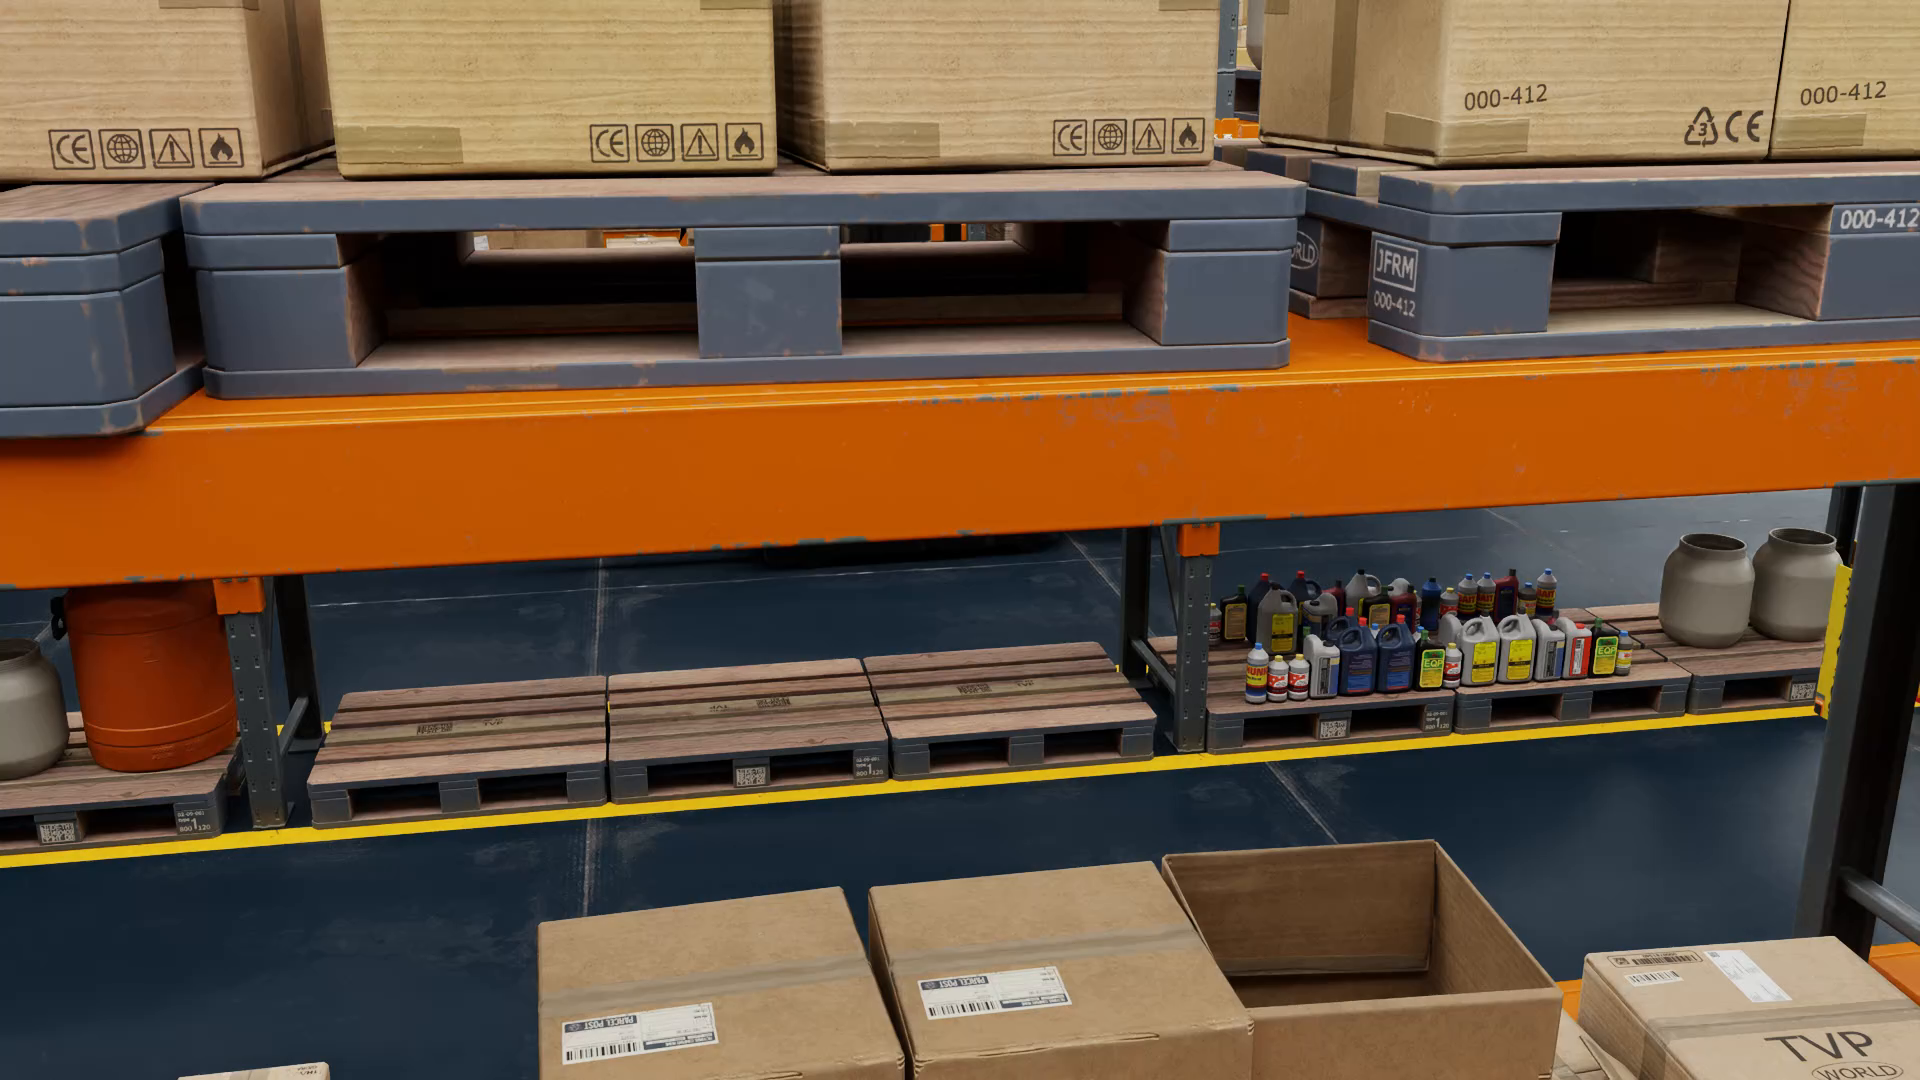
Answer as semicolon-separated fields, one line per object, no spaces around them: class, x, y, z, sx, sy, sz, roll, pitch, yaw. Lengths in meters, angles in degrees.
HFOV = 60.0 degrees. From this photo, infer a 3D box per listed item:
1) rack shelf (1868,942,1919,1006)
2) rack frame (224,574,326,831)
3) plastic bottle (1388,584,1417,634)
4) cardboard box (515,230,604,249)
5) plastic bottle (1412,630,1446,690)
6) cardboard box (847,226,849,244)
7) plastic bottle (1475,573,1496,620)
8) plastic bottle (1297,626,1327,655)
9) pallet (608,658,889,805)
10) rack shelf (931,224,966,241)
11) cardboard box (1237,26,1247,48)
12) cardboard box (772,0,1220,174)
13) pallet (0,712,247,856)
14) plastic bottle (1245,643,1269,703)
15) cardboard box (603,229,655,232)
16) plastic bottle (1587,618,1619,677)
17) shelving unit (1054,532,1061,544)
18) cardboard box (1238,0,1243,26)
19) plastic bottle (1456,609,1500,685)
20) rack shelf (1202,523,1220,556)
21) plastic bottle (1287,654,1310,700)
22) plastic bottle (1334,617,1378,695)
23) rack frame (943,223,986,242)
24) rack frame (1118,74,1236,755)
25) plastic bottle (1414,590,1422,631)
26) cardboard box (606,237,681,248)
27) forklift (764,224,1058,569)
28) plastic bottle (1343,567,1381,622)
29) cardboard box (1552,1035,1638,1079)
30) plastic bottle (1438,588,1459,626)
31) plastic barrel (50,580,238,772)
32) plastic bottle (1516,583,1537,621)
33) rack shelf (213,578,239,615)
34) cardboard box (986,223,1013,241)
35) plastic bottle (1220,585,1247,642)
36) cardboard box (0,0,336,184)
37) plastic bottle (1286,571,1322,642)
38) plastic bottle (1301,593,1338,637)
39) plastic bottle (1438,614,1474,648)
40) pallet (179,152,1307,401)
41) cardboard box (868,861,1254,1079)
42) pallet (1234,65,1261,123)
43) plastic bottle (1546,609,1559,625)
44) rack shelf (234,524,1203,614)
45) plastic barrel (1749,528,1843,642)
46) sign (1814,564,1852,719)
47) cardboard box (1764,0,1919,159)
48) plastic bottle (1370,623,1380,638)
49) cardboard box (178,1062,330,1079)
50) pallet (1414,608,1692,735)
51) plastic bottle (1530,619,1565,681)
rack shelf;3.867;1.062;3.470;4.000;0.370;1.077;-3;17;-10
rack frame;-2.960;-0.376;6.926;0.127;3.000;1.000;-3;17;-10
plastic bottle;2.232;0.365;8.392;0.133;0.283;0.061;-3;17;-10
cardboard box;-2.848;-2.153;11.829;0.500;0.500;0.700;-1;17;-2
plastic bottle;2.194;0.557;7.767;0.133;0.283;0.061;-2;17;-8
cardboard box;-0.779;-2.510;12.137;1.000;1.000;1.000;-3;17;-10
plastic bottle;2.719;0.303;8.614;0.097;0.271;0.097;0;17;0
plastic bottle;1.655;0.542;7.816;0.133;0.283;0.061;-3;17;-10
pallet;-0.997;0.858;7.657;1.213;0.211;1.003;-3;17;-10
rack shelf;1.150;-3.229;17.442;4.000;0.370;1.077;-3;17;-10
cardboard box;1.925;-3.616;11.943;0.250;0.149;0.380;-3;17;-9
cardboard box;0.015;-0.644;2.232;0.500;0.250;0.500;-5;18;-15
pallet;-3.726;1.013;7.153;1.213;0.211;1.003;-3;17;-10
plastic bottle;1.363;0.604;7.633;0.097;0.271;0.097;0;17;0
cardboard box;-3.255;-3.291;16.247;0.500;0.500;0.500;-3;17;-10
plastic bottle;3.063;0.507;7.928;0.133;0.283;0.061;-3;17;-9
shelving unit;0.958;-0.773;10.774;0.755;1.500;0.431;-3;17;-11
cardboard box;2.686;-5.330;16.809;0.500;0.250;0.500;-3;17;-10
plastic bottle;2.441;0.498;7.844;0.185;0.351;0.144;-3;17;-11
rack shelf;2.931;-0.366;8.119;4.000;0.370;1.077;-3;17;-10
plastic bottle;1.563;0.626;7.681;0.097;0.201;0.097;0;17;0
plastic bottle;1.839;0.532;7.732;0.185;0.351;0.144;-3;17;-9
rack frame;0.028;-2.026;12.300;0.127;3.000;1.000;-3;17;-10
rack frame;0.967;-0.598;7.651;0.127;3.000;1.000;-3;17;-10
plastic bottle;2.322;0.359;8.551;0.097;0.201;0.097;0;17;0
cardboard box;-2.210;-1.960;11.623;0.500;0.250;0.500;-4;17;-12
forklift;-0.946;-1.390;10.346;3.031;2.935;1.130;-3;17;-11
plastic bottle;2.051;0.310;8.456;0.185;0.351;0.144;-3;17;-11
cardboard box;1.075;0.996;2.689;0.258;0.266;0.396;-4;17;-12
plastic bottle;2.523;0.348;8.588;0.097;0.201;0.097;0;17;0
plastic barrel;-3.437;0.493;7.078;0.708;0.830;0.600;-3;17;-10
plastic bottle;2.954;0.323;8.668;0.097;0.201;0.097;0;17;0
rack shelf;-4.924;0.080;6.669;4.000;0.370;1.077;-3;17;-10
cardboard box;0.481;-2.223;12.265;0.500;0.500;0.875;-3;17;-10
plastic bottle;1.377;0.368;8.382;0.133;0.283;0.061;-2;17;-8
cardboard box;-1.078;-0.586;2.043;0.500;0.250;0.500;-3;17;-9
plastic bottle;1.733;0.328;8.398;0.185;0.351;0.144;-4;18;-13
plastic bottle;1.786;0.405;8.274;0.135;0.276;0.152;-3;17;-10
plastic bottle;2.389;0.492;7.989;0.135;0.276;0.152;-3;17;-10
pallet;-0.277;-0.418;2.276;1.213;0.211;1.003;-2;17;-8
cardboard box;0.137;0.877;2.676;0.500;0.500;0.500;-3;17;-10
pallet;1.657;-2.010;7.461;1.003;0.211;1.213;-3;17;-10
plastic bottle;2.901;0.471;8.046;0.133;0.283;0.061;-3;17;-10
rack shelf;-0.996;-0.143;7.394;4.000;0.370;1.077;-3;17;-10
plastic barrel;4.263;0.226;8.489;0.421;0.512;0.421;0;17;0
sign;1.797;0.218;3.383;0.005;0.325;0.100;-3;17;-10
cardboard box;1.297;-0.702;2.419;0.500;0.250;0.500;-1;17;-5
plastic bottle;1.958;0.527;7.884;0.097;0.271;0.097;0;17;0
cardboard box;-1.193;1.043;2.735;0.250;0.149;0.380;-3;17;-10
pallet;2.835;0.640;8.368;1.213;0.211;1.003;-3;17;-10
plastic bottle;2.786;0.513;7.922;0.135;0.276;0.152;-4;17;-12
